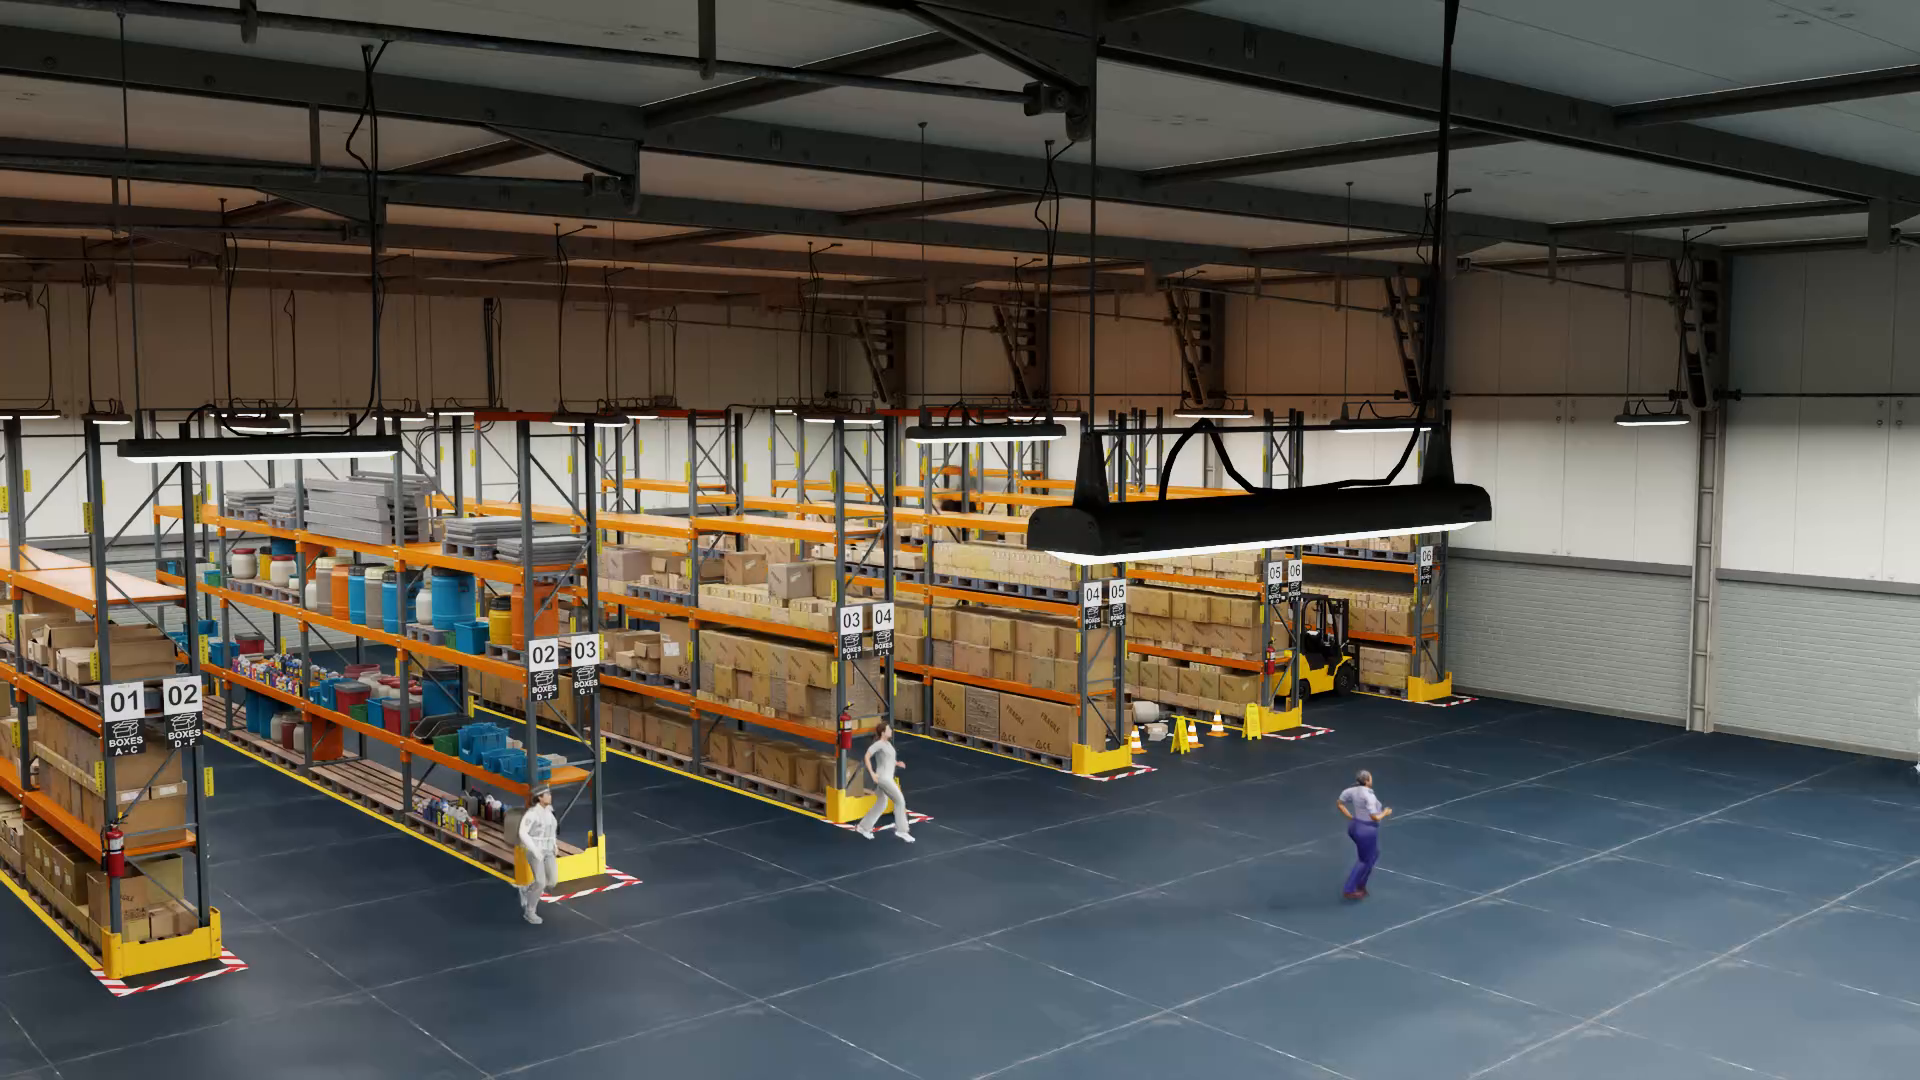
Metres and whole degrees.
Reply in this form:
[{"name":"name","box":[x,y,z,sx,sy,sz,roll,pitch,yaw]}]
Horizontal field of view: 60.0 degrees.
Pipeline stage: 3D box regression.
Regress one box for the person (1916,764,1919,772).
[{"name":"person","box":[15.929,3.074,26.614,1.059,1.764,0.703,2,6,25]}]

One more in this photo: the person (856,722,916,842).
[{"name":"person","box":[-1.033,3.418,23.618,0.867,1.664,0.575,1,5,7]}]

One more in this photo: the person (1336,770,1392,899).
[{"name":"person","box":[5.074,3.696,20.822,0.661,1.676,0.586,-2,5,-17]}]

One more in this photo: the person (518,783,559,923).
[{"name":"person","box":[-5.105,3.761,20.162,0.514,1.634,0.663,2,5,24]}]
